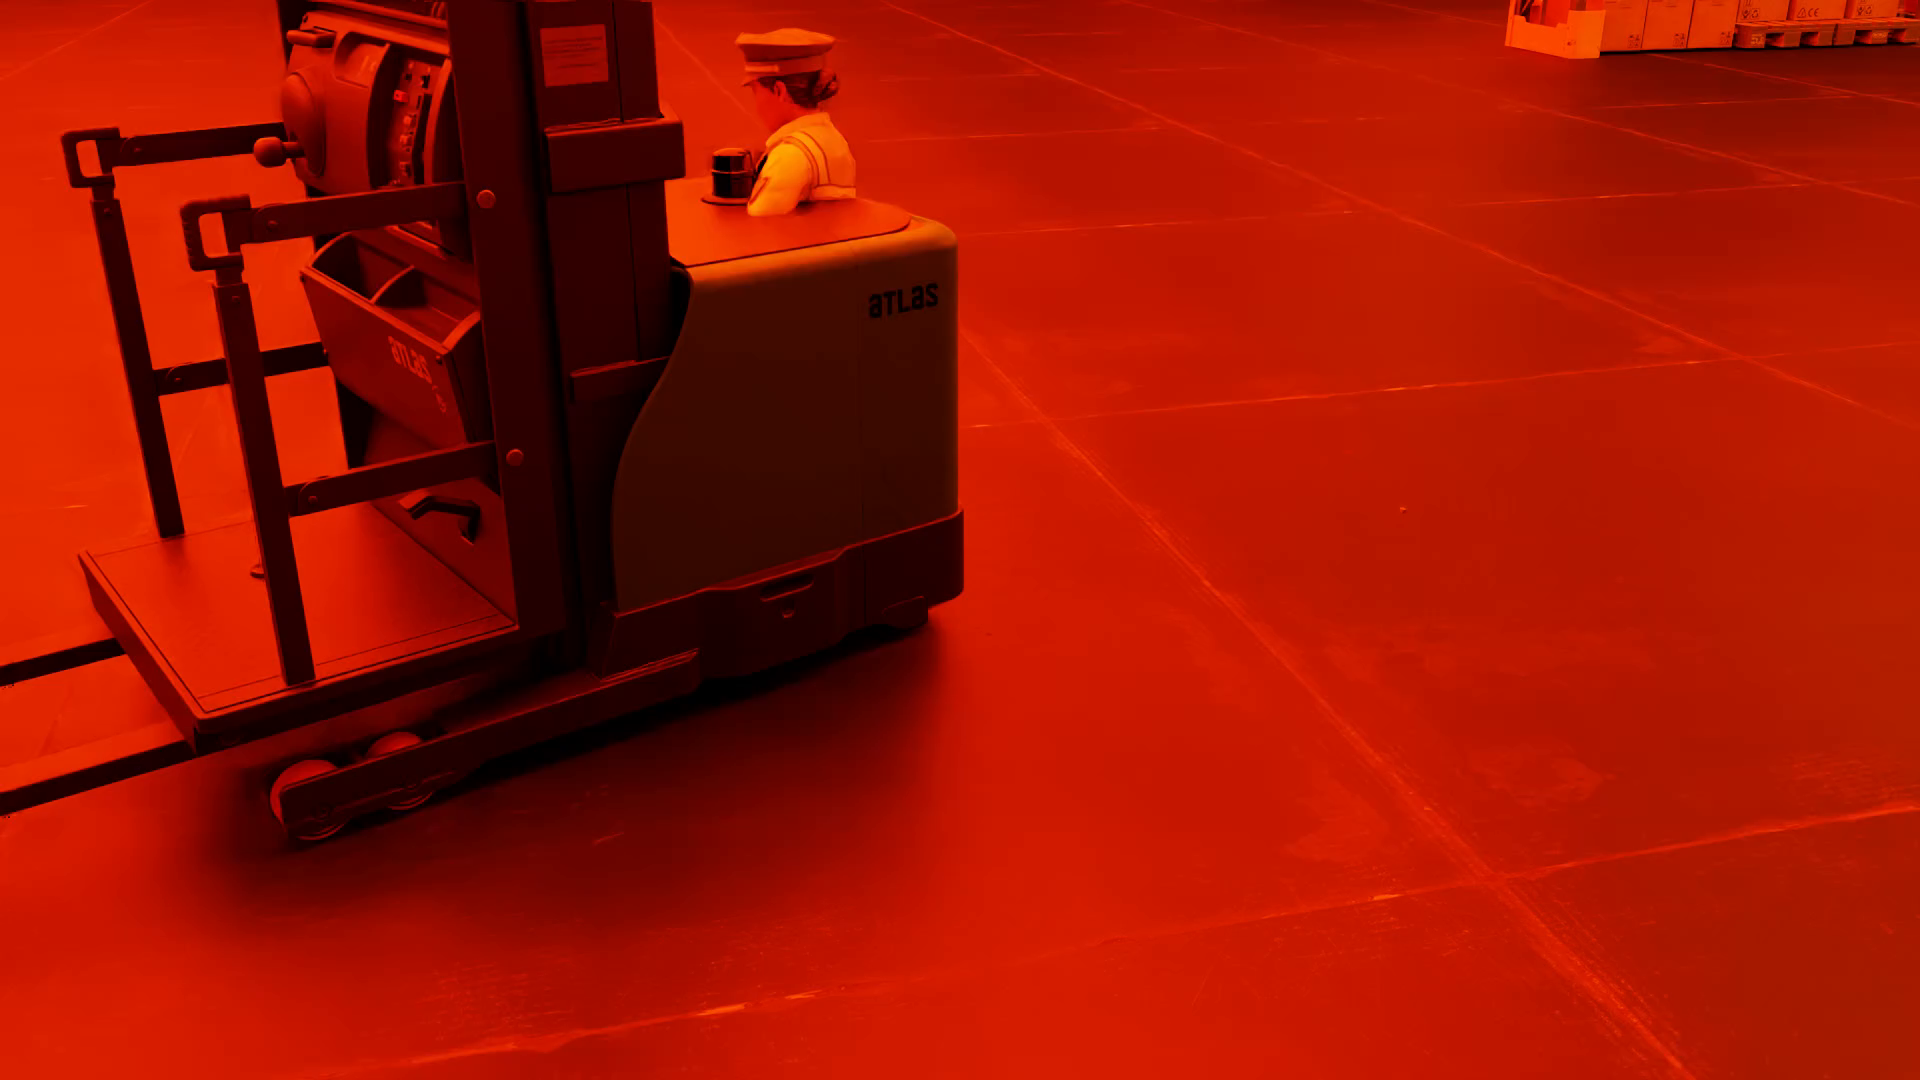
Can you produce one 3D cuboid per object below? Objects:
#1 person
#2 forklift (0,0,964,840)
[{"bbox_3d":[-0.606,-0.625,4.579,0.645,1.508,0.830,6,24,14],"label":"person"},{"bbox_3d":[-1.465,-0.943,3.526,3.031,2.935,1.130,-17,28,-34],"label":"forklift"}]
